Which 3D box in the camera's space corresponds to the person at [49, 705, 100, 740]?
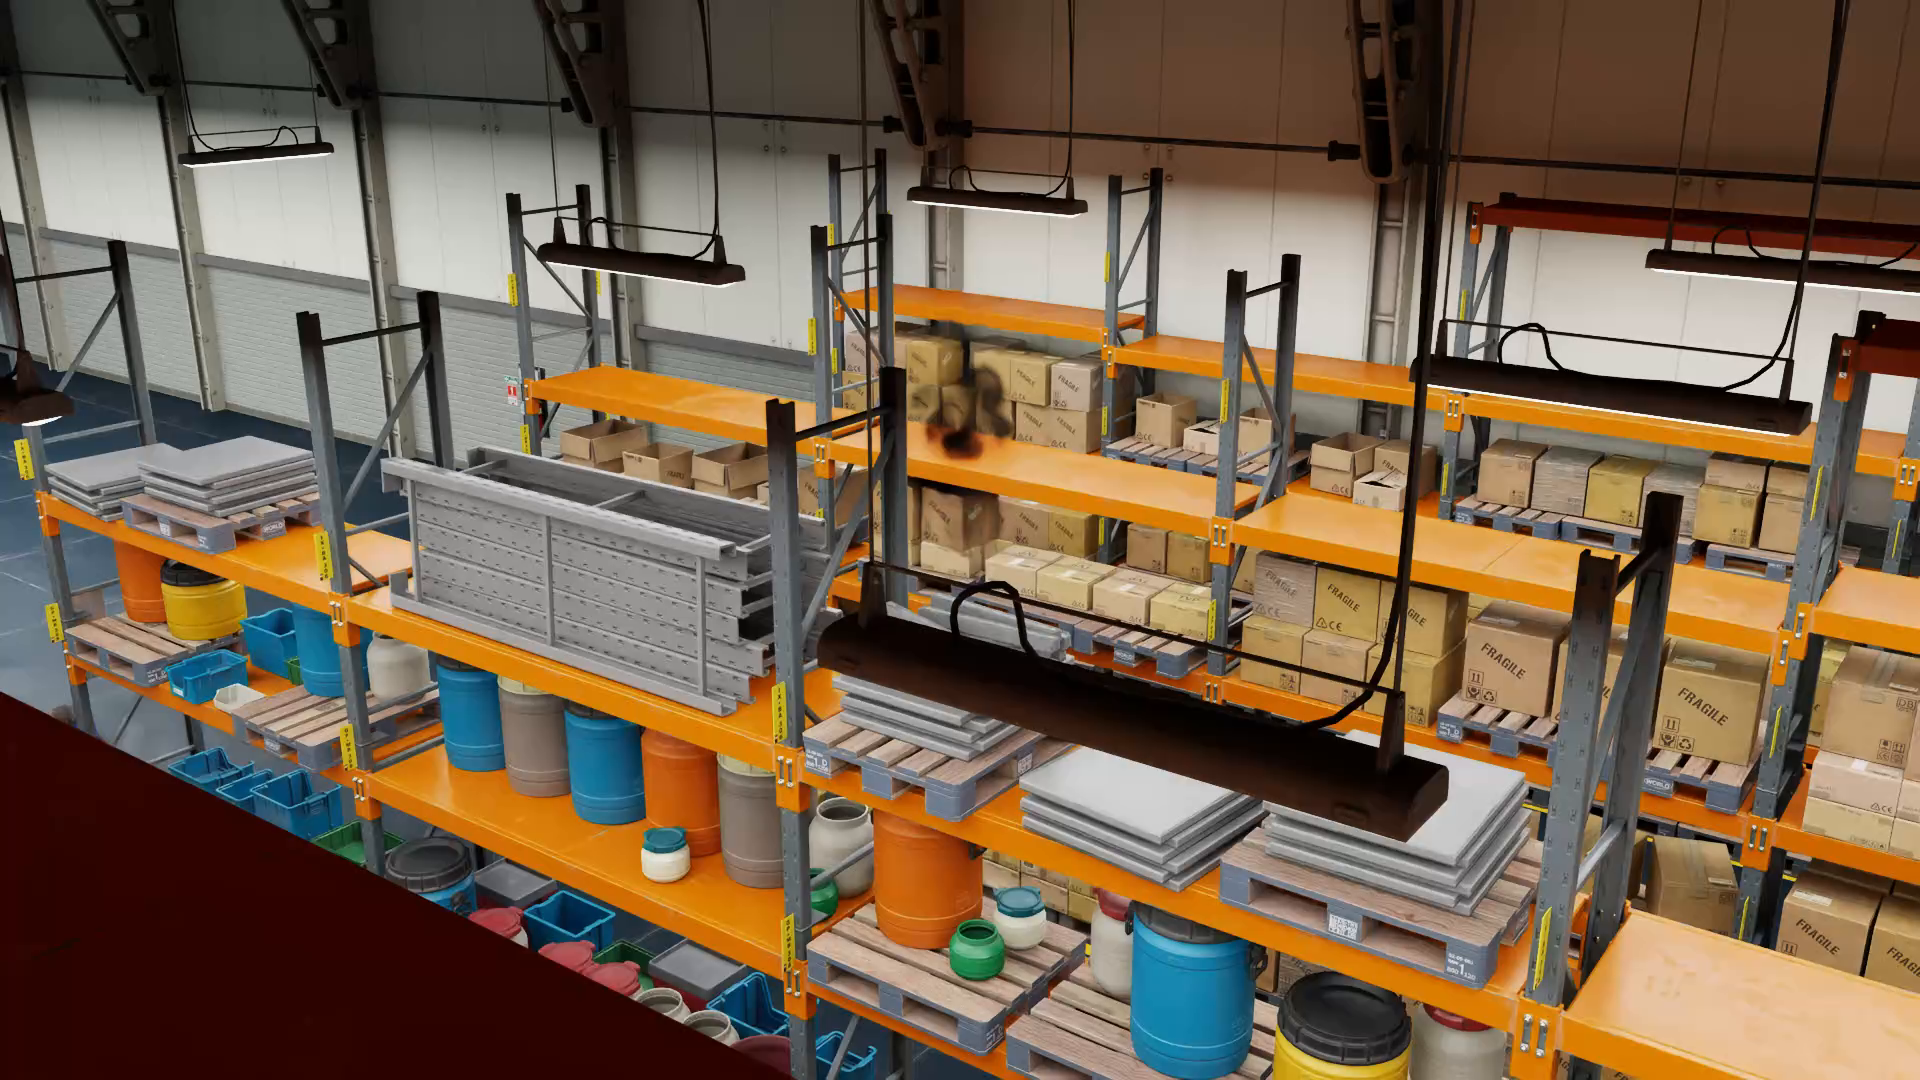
[{"bbox_3d":[-8.227,2.305,15.621,0.872,1.628,0.590,-6,19,-17],"label":"person"}]
